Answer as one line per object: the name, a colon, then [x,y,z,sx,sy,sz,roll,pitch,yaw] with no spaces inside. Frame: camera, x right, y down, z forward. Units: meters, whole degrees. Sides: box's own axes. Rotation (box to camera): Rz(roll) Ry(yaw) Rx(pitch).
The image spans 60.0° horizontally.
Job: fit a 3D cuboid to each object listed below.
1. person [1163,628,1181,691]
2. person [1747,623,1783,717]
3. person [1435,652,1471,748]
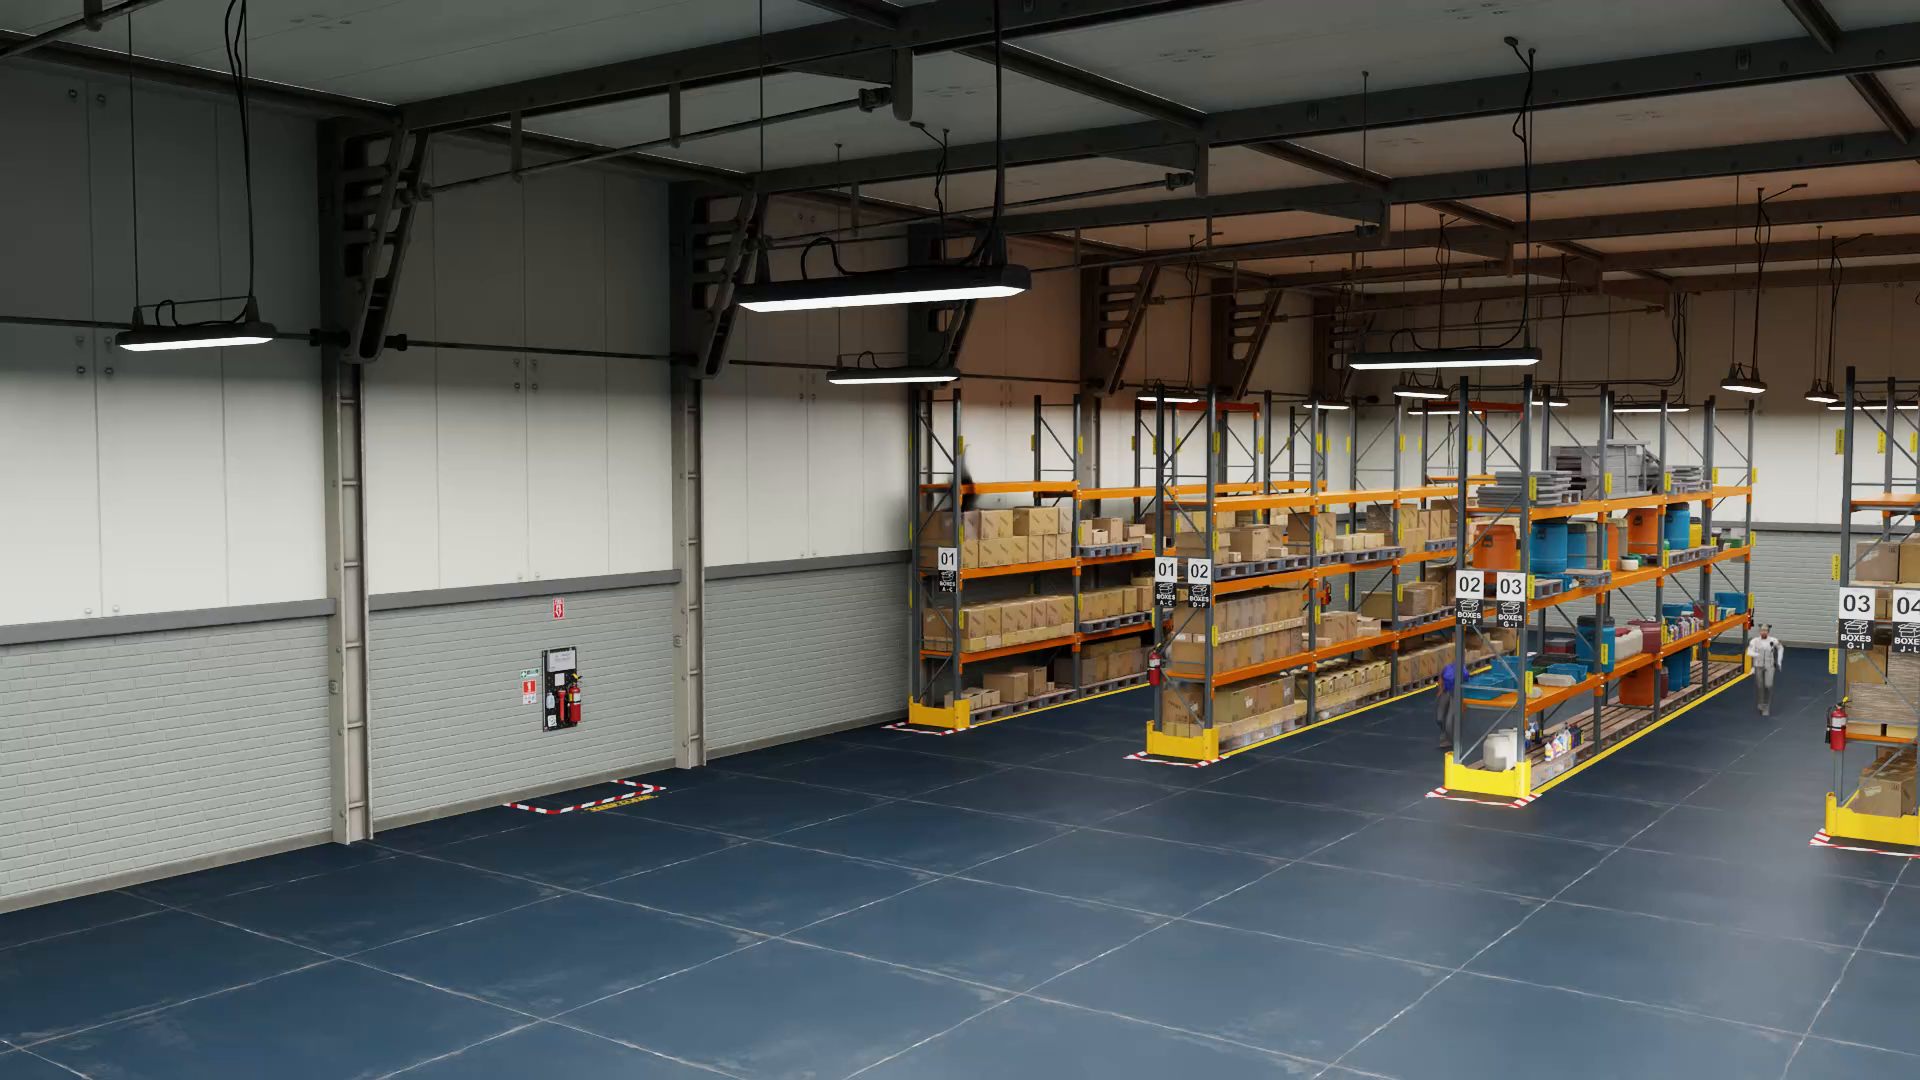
person: [3.914,2.435,30.681,0.556,1.623,0.729,2,4,37]
person: [14.946,2.397,30.895,0.593,1.745,0.830,2,4,29]
person: [8.162,2.640,27.507,0.618,1.611,0.481,3,4,40]
